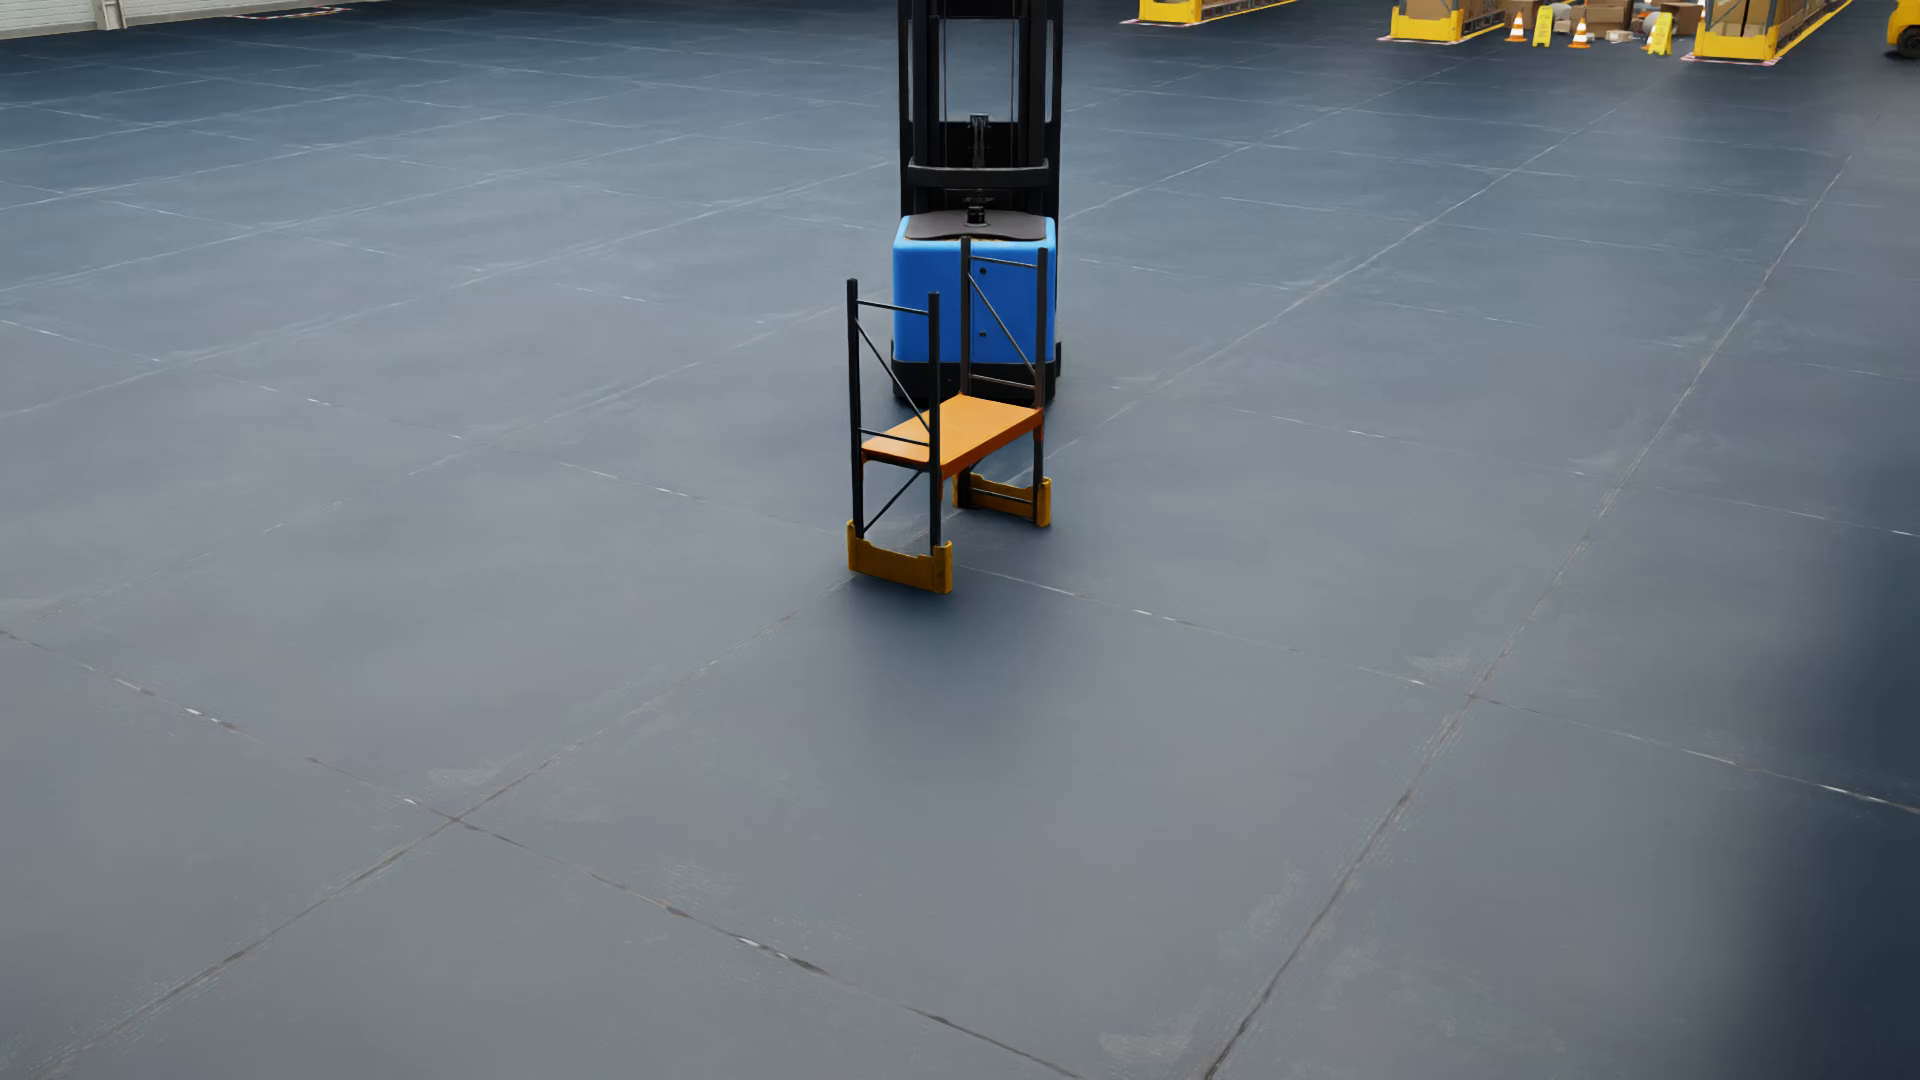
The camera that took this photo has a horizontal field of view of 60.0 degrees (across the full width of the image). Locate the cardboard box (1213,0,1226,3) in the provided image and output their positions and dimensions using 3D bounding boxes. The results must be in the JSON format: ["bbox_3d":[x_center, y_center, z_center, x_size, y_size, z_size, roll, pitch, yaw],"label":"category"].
[{"bbox_3d":[4.905,-10.844,32.640,0.500,0.500,0.500,17,29,34],"label":"cardboard box"}]

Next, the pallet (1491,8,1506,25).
[{"bbox_3d":[9.731,-9.931,31.425,1.003,0.211,1.213,14,27,29],"label":"pallet"}]

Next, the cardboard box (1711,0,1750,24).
[{"bbox_3d":[12.549,-8.698,27.055,0.500,0.500,0.500,14,27,29],"label":"cardboard box"}]

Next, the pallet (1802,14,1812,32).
[{"bbox_3d":[14.867,-9.431,30.270,1.003,0.211,1.213,14,27,29],"label":"pallet"}]

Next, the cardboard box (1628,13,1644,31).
[{"bbox_3d":[12.205,-9.368,30.055,0.258,0.266,0.396,-3,24,-7],"label":"cardboard box"}]

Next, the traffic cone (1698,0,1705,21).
[{"bbox_3d":[13.922,-9.996,31.257,0.336,0.463,0.334,14,27,29],"label":"traffic cone"}]

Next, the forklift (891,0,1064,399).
[{"bbox_3d":[0.146,-2.786,11.497,1.130,2.935,3.031,1,23,2],"label":"forklift"}]

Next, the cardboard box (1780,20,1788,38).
[{"bbox_3d":[13.284,-8.414,27.342,0.500,0.250,0.500,15,28,31],"label":"cardboard box"}]

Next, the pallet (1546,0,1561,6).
[{"bbox_3d":[11.829,-11.271,34.520,1.003,0.211,1.213,14,27,29],"label":"pallet"}]

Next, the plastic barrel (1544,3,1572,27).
[{"bbox_3d":[10.904,-9.564,30.311,0.421,0.421,0.512,-7,24,-17],"label":"plastic barrel"}]

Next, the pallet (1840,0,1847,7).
[{"bbox_3d":[17.692,-11.179,34.306,1.003,0.211,1.213,14,27,29],"label":"pallet"}]

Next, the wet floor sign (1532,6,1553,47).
[{"bbox_3d":[9.756,-8.596,27.794,0.267,0.644,0.232,9,25,20],"label":"wet floor sign"}]

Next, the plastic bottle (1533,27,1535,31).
[{"bbox_3d":[10.458,-9.197,29.917,0.283,0.061,0.133,5,24,11],"label":"plastic bottle"}]

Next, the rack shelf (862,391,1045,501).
[{"bbox_3d":[-0.045,-0.494,8.457,0.538,0.185,1.000,14,27,29],"label":"rack shelf"}]

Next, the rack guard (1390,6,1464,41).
[{"bbox_3d":[8.076,-8.946,28.785,1.175,0.500,0.348,14,27,29],"label":"rack guard"}]

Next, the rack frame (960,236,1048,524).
[{"bbox_3d":[0.223,-0.831,8.782,0.500,1.500,0.032,14,27,29],"label":"rack frame"}]

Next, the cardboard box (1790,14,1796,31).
[{"bbox_3d":[13.830,-8.770,28.166,0.500,0.250,0.500,14,27,30],"label":"cardboard box"}]

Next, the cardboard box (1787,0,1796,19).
[{"bbox_3d":[13.564,-8.940,27.614,0.500,0.500,0.500,14,27,30],"label":"cardboard box"}]

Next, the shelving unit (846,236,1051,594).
[{"bbox_3d":[-0.040,-0.663,8.393,0.587,1.500,1.083,14,27,29],"label":"shelving unit"}]

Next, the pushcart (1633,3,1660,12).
[{"bbox_3d":[12.494,-9.705,30.694,1.648,0.377,0.936,5,24,11],"label":"pushcart"}]

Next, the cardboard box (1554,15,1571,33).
[{"bbox_3d":[10.857,-9.230,29.737,0.396,0.266,0.258,20,30,38],"label":"cardboard box"}]

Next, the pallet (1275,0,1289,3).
[{"bbox_3d":[6.448,-11.508,35.067,1.003,0.211,1.213,14,27,29],"label":"pallet"}]

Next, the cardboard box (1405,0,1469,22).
[{"bbox_3d":[8.391,-9.561,29.207,0.875,0.875,0.875,14,27,29],"label":"cardboard box"}]

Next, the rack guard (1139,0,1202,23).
[{"bbox_3d":[3.969,-10.053,31.343,1.175,0.500,0.348,14,27,29],"label":"rack guard"}]

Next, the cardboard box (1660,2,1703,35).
[{"bbox_3d":[12.736,-9.225,29.428,0.500,0.500,0.500,-7,24,-17],"label":"cardboard box"}]

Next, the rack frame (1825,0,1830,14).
[{"bbox_3d":[16.568,-11.798,32.227,1.000,3.000,0.127,14,27,29],"label":"rack frame"}]

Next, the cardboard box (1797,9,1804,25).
[{"bbox_3d":[14.374,-9.123,28.980,0.500,0.250,0.500,15,28,31],"label":"cardboard box"}]

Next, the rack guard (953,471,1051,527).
[{"bbox_3d":[0.222,-0.257,9.029,0.587,0.250,0.087,14,27,29],"label":"rack guard"}]

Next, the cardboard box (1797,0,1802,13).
[{"bbox_3d":[14.107,-9.295,28.434,0.500,0.500,0.500,14,27,30],"label":"cardboard box"}]

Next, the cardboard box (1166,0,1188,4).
[{"bbox_3d":[4.272,-10.427,31.679,0.500,0.500,0.500,20,30,38],"label":"cardboard box"}]

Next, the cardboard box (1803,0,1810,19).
[{"bbox_3d":[14.732,-9.612,29.957,0.950,0.372,0.625,14,27,30],"label":"cardboard box"}]

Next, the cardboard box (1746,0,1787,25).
[{"bbox_3d":[13.020,-8.595,26.818,0.500,0.500,0.500,13,27,27],"label":"cardboard box"}]

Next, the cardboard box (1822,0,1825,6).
[{"bbox_3d":[16.261,-10.596,32.230,0.950,0.372,0.625,12,26,25],"label":"cardboard box"}]

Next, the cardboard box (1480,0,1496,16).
[{"bbox_3d":[9.336,-10.166,30.603,0.875,0.875,0.875,14,27,29],"label":"cardboard box"}]

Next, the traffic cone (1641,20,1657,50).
[{"bbox_3d":[11.479,-8.349,27.454,0.336,0.463,0.334,14,27,29],"label":"traffic cone"}]

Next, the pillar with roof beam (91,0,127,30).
[{"bbox_3d":[-11.734,-12.507,26.313,9.100,9.000,0.400,14,27,29],"label":"pillar with roof beam"}]

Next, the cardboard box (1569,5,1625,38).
[{"bbox_3d":[11.123,-9.076,29.081,0.797,0.503,0.637,-3,24,-7],"label":"cardboard box"}]

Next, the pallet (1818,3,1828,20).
[{"bbox_3d":[16.154,-10.255,32.172,1.003,0.211,1.213,14,27,29],"label":"pallet"}]

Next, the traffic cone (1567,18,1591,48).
[{"bbox_3d":[10.356,-8.467,27.726,0.336,0.463,0.334,14,27,29],"label":"traffic cone"}]

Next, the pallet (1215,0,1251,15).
[{"bbox_3d":[5.072,-10.597,32.964,1.003,0.211,1.213,14,27,29],"label":"pallet"}]

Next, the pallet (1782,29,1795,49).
[{"bbox_3d":[13.491,-8.521,28.167,1.003,0.211,1.213,14,27,29],"label":"pallet"}]

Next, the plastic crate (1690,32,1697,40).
[{"bbox_3d":[12.933,-8.750,28.861,0.402,0.080,0.583,5,24,11],"label":"plastic crate"}]

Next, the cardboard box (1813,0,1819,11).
[{"bbox_3d":[15.474,-10.091,31.062,0.950,0.372,0.625,15,28,31],"label":"cardboard box"}]

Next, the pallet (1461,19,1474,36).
[{"bbox_3d":[8.444,-9.108,29.522,1.003,0.211,1.213,14,27,29],"label":"pallet"}]
